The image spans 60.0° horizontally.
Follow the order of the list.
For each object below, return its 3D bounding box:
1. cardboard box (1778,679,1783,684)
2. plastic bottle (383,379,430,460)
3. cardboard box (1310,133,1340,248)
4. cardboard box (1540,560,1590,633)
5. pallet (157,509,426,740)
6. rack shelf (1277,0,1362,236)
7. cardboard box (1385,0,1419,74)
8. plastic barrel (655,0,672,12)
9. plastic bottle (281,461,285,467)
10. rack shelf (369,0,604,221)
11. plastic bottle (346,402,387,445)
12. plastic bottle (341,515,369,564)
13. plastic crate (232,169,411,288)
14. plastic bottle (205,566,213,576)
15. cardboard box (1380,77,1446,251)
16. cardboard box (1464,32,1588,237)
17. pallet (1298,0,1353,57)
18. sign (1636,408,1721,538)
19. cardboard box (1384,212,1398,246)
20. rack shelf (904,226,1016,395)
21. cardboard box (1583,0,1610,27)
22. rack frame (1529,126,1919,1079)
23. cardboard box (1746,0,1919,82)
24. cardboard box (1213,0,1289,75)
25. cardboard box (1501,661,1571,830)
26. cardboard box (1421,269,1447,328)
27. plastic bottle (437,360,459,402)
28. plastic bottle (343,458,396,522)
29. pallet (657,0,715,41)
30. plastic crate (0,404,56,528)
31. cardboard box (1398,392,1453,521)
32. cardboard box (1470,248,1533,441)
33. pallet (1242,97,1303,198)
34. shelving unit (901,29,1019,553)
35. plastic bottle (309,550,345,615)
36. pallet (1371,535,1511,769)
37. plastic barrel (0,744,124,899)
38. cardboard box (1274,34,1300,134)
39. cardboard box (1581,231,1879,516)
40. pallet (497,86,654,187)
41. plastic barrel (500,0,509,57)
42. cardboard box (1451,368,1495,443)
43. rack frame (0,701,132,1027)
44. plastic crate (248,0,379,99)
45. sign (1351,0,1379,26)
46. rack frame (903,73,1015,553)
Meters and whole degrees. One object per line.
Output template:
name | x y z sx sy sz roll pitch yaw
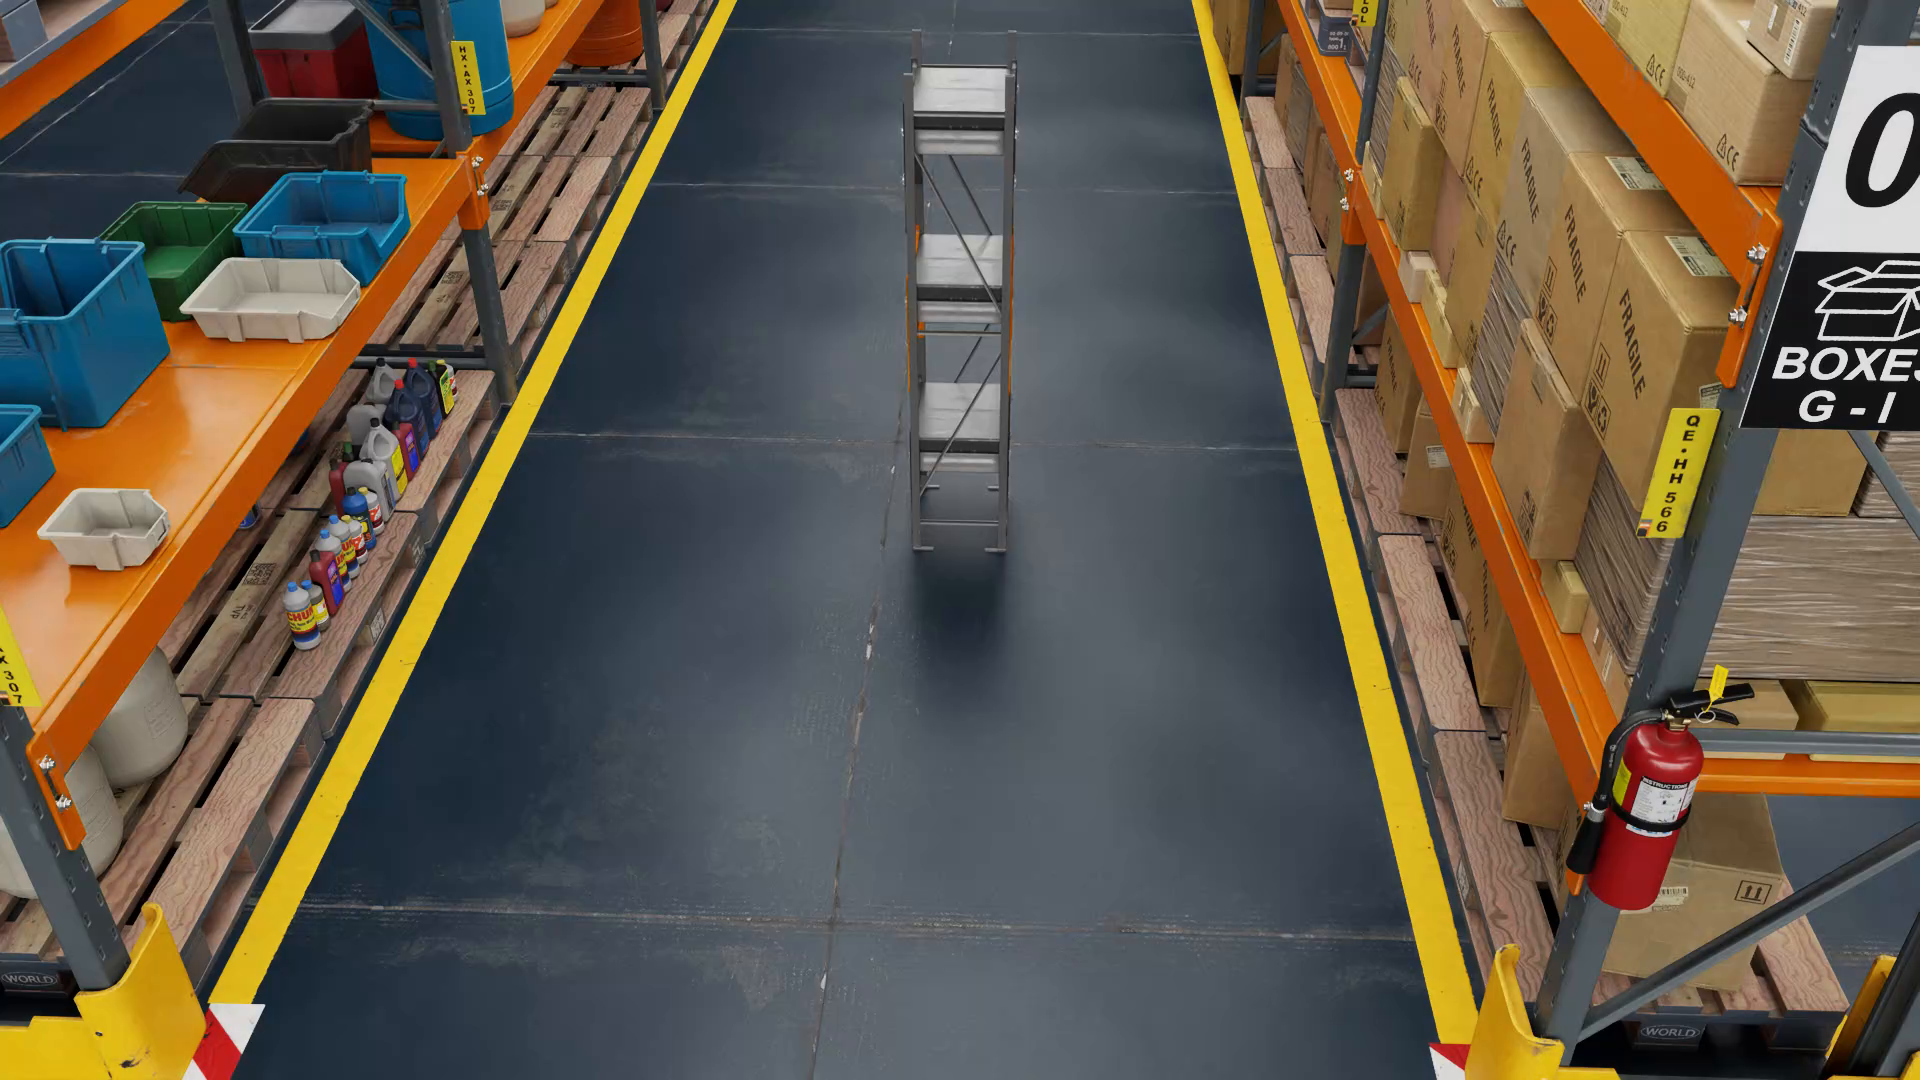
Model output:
cardboard box | 2.367 0.289 4.448 0.380 0.149 0.250 1 35 2
plastic bottle | -2.446 -0.534 7.322 0.144 0.351 0.185 0 35 0
cardboard box | 2.355 -1.915 9.157 0.700 0.500 0.500 -2 35 -2
cardboard box | 1.863 0.134 4.669 0.380 0.149 0.250 1 35 2
pallet | -2.815 0.304 6.634 1.003 0.211 1.213 1 35 2
rack shelf | 2.329 -2.665 9.059 1.077 0.370 4.000 1 35 2
cardboard box | 1.977 -2.129 6.456 0.500 0.500 0.500 1 35 2
plastic barrel | -2.492 -4.338 12.546 0.600 0.588 0.708 1 35 2
plastic bottle | -3.032 -0.448 7.269 0.097 0.271 0.097 0 35 0
rack shelf | -2.620 -2.779 9.222 1.077 0.370 4.000 1 35 2
plastic bottle | -2.595 -0.492 7.328 0.152 0.276 0.135 1 35 2
plastic bottle | -2.455 -0.007 6.703 0.097 0.201 0.097 0 35 0
plastic crate | -2.473 -1.222 6.509 0.499 0.251 0.616 1 35 2
plastic bottle | -3.057 0.041 6.633 0.097 0.201 0.097 0 35 0
cardboard box | 2.114 -1.429 6.329 0.875 0.500 0.500 1 35 2
cardboard box | 1.928 -1.267 5.229 0.500 0.500 0.500 1 35 2
pallet | 2.371 -2.892 8.923 1.003 0.211 1.213 1 35 2
sign | 1.534 -0.139 3.558 0.100 0.325 0.005 1 35 2
cardboard box | 1.934 -1.303 6.714 0.380 0.149 0.250 1 35 2
rack shelf | 0.007 -0.943 6.789 0.431 0.518 0.480 1 35 2
cardboard box | 1.900 -1.542 4.357 0.500 0.250 0.500 2 35 3
rack frame | 2.088 0.488 3.947 1.000 3.000 0.127 1 35 2
cardboard box | 1.787 -1.008 3.250 0.380 0.149 0.250 1 35 2
cardboard box | 2.458 -3.807 11.541 1.225 0.875 0.875 0 35 0
cardboard box | 2.120 0.636 5.545 0.500 0.500 0.500 10 36 14
cardboard box | 1.914 -0.872 6.101 0.380 0.149 0.250 1 35 2
plastic bottle | -2.403 -0.744 7.751 0.097 0.201 0.097 0 35 0
plastic bottle | -2.469 -0.224 6.947 0.152 0.276 0.135 2 35 3
pallet | -2.498 -4.235 13.092 1.003 0.211 1.213 1 35 2
plastic crate | -3.108 -0.233 5.102 0.499 0.251 0.408 1 35 2
cardboard box | 2.177 -0.401 7.021 0.500 0.500 0.500 12 37 17
cardboard box | 2.101 -0.566 5.101 0.875 0.500 0.500 1 35 2
pallet | 2.377 -2.519 10.650 1.003 0.211 1.213 1 35 2
shelving unit | 0.007 -0.954 6.782 0.431 2.100 0.503 1 35 2
plastic bottle | -2.449 0.141 6.421 0.061 0.283 0.133 2 35 3
pallet | 2.211 0.420 6.469 1.003 0.211 1.213 1 35 2
plastic barrel | -2.911 0.840 5.245 0.421 0.512 0.421 0 35 0
cardboard box | 2.402 -2.880 10.531 0.700 0.500 0.500 0 35 -1
cardboard box | 1.863 -0.405 4.003 0.500 0.500 0.500 1 35 2
pallet | -2.609 -2.638 10.820 1.003 0.211 1.213 1 35 2
plastic barrel | -2.443 -2.525 8.116 0.433 0.535 0.433 0 35 0
cardboard box | 1.849 -0.442 5.489 0.380 0.149 0.250 1 35 2
rack frame | -2.861 0.374 4.110 1.000 3.000 0.127 1 35 2
plastic crate | -2.987 -2.236 7.767 0.402 0.464 0.583 1 35 2
sign | 1.694 -2.295 6.899 0.100 0.325 0.005 1 35 2
rack frame | -0.003 -0.814 6.582 0.400 2.100 0.015 1 35 2
